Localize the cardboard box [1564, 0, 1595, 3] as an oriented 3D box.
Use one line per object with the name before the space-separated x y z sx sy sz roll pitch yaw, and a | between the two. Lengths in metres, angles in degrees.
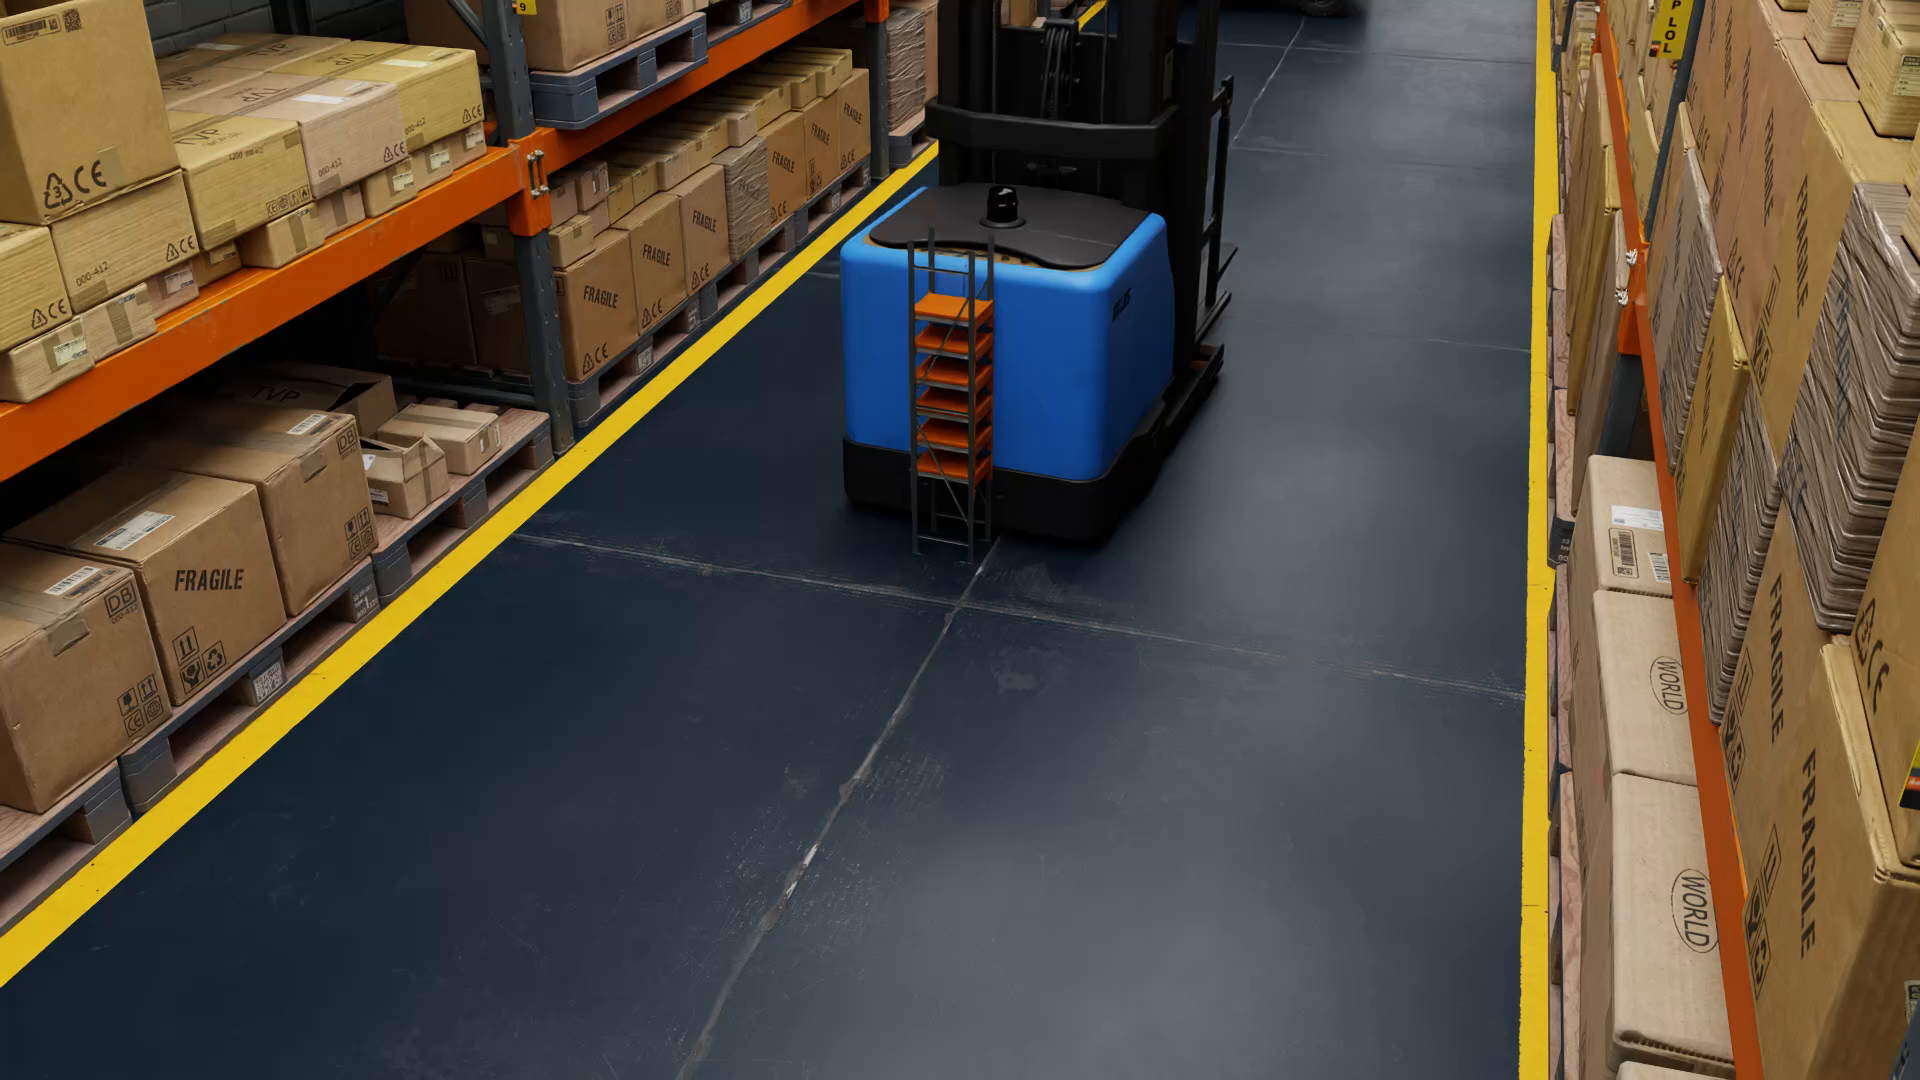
cardboard box | 4.905 -4.384 12.671 0.500 0.500 0.500 8 30 14

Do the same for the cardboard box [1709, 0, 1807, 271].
cardboard box | 1.953 -0.867 3.592 0.500 0.500 0.500 9 30 16

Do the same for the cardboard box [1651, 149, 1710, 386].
cardboard box | 2.100 -0.673 4.272 0.500 0.500 0.500 9 30 15

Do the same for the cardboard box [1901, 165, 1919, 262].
cardboard box | 1.427 -0.398 2.081 0.380 0.149 0.250 8 30 14

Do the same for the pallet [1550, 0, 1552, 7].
pallet | 5.868 -4.994 15.010 1.003 0.211 1.213 8 30 15

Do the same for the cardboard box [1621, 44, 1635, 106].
cardboard box | 2.995 -1.932 6.791 0.500 0.250 0.500 8 30 15

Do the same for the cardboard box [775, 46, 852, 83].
cardboard box | -0.835 -2.718 9.523 0.380 0.149 0.250 7 30 12

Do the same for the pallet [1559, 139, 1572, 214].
pallet | 4.045 -2.047 9.713 1.003 0.211 1.213 8 30 15

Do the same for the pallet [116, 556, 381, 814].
pallet | -2.665 0.356 5.393 1.003 0.211 1.213 8 30 15

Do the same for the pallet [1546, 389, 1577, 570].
pallet | 2.795 -0.194 6.382 1.003 0.211 1.213 8 30 15

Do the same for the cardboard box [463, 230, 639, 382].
cardboard box | -1.749 -1.034 7.163 0.500 0.500 0.500 10 31 17

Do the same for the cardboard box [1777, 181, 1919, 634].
cardboard box | 1.505 -0.171 2.340 0.500 0.500 0.500 9 30 15

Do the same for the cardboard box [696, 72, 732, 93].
cardboard box | -1.483 -2.539 9.201 0.380 0.149 0.250 9 30 16

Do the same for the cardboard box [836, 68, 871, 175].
cardboard box | -0.851 -2.473 9.750 0.500 0.500 0.500 9 30 16

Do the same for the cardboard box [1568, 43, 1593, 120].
cardboard box | 4.427 -2.895 10.639 0.950 0.372 0.625 10 30 17

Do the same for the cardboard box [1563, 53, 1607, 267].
cardboard box | 3.532 -1.849 8.241 0.875 0.875 0.875 8 30 14

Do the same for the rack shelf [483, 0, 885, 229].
rack shelf | -1.519 -2.365 8.156 1.077 0.370 4.000 8 30 15

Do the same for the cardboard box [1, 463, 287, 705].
cardboard box | -2.471 0.124 5.082 0.500 0.500 0.500 9 30 16

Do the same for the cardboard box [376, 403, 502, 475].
cardboard box | -1.989 -0.387 6.361 0.380 0.149 0.250 8 30 13

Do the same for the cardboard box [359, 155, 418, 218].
cardboard box | -2.067 -1.208 5.594 0.380 0.149 0.250 9 30 16

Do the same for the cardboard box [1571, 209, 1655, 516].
cardboard box | 2.746 -0.598 5.994 0.875 0.875 0.875 9 30 16

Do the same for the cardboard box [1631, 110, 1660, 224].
cardboard box | 2.531 -1.223 5.517 0.500 0.250 0.500 8 30 14

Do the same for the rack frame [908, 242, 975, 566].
rack frame | -0.063 -0.451 5.827 0.240 1.200 0.006 11 31 18

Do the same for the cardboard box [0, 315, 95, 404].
cardboard box | -2.496 -0.487 4.298 0.380 0.149 0.250 8 30 13

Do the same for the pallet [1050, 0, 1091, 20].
pallet | 0.516 -4.613 14.325 1.003 0.211 1.213 8 30 15

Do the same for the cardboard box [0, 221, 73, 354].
cardboard box | -2.596 -0.599 4.089 0.500 0.250 0.500 8 30 14

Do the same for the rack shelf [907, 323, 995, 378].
rack shelf | -0.030 -0.664 5.807 0.258 0.103 0.180 11 31 18

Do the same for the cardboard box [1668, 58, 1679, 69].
cardboard box | 2.531 -1.768 5.211 0.500 0.500 0.500 9 30 16

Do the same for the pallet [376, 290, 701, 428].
pallet | -1.903 -0.915 7.678 1.003 0.211 1.213 8 30 15

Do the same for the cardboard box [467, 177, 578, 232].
cardboard box | -1.804 -1.392 6.833 0.380 0.149 0.250 8 30 14

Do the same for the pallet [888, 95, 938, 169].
pallet | -0.653 -2.768 11.008 1.003 0.211 1.213 8 30 15

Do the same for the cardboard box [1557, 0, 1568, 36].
cardboard box | 4.905 -4.057 12.853 0.500 0.250 0.500 10 31 17

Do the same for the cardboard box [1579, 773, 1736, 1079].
cardboard box | 1.825 1.004 3.564 0.875 0.438 0.875 9 30 16

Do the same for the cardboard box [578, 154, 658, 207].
cardboard box | -1.607 -1.644 7.591 0.380 0.149 0.250 8 30 14

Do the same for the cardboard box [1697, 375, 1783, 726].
cardboard box | 1.658 0.038 2.993 0.500 0.500 0.500 9 30 16

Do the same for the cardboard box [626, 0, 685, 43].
cardboard box | -1.598 -2.411 6.964 0.700 0.500 0.500 9 30 15

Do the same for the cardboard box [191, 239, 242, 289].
cardboard box | -2.401 -0.863 4.975 0.380 0.149 0.250 9 30 16

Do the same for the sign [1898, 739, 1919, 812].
sign | 0.951 0.122 1.511 0.100 0.325 0.005 8 30 15

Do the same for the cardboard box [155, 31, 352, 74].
cardboard box | -2.510 -1.623 5.930 0.500 0.250 0.500 8 30 14

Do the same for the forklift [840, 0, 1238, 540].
forklift | 0.557 -1.980 6.794 1.130 2.935 3.031 11 31 18

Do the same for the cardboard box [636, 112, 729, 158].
cardboard box | -1.372 -1.999 8.230 0.380 0.149 0.250 9 30 15

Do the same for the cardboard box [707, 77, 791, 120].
cardboard box | -1.126 -2.355 8.869 0.380 0.149 0.250 9 30 16

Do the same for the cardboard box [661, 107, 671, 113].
cardboard box | -1.711 -2.177 8.551 0.380 0.149 0.250 9 30 15

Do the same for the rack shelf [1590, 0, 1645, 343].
rack shelf | 3.227 -1.659 6.886 1.077 0.370 4.000 8 30 15

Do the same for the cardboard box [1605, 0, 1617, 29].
cardboard box | 3.430 -2.646 8.074 0.500 0.250 0.500 8 30 14

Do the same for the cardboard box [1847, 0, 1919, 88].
cardboard box | 1.797 -0.864 2.920 0.380 0.149 0.250 9 30 16

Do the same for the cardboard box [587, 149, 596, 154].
cardboard box | -1.956 -1.817 7.903 0.380 0.149 0.250 9 30 16

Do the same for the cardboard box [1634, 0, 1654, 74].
cardboard box | 2.823 -1.911 6.240 0.500 0.250 0.500 9 30 16

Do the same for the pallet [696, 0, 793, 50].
pallet | -1.498 -2.621 8.073 1.003 0.211 1.213 8 30 15

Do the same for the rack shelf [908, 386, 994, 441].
rack shelf | -0.030 -0.454 5.923 0.258 0.103 0.180 11 31 18

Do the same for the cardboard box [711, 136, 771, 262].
cardboard box | -1.293 -1.754 8.458 0.500 0.500 0.500 7 30 13

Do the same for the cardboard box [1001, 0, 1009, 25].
cardboard box | -0.135 -4.010 12.384 0.875 0.625 0.625 8 30 14

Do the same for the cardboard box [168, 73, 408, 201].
cardboard box | -2.155 -1.308 5.365 0.500 0.250 0.500 9 30 15

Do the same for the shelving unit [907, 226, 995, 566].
shelving unit | -0.030 -0.493 5.902 0.258 1.200 0.189 11 31 18

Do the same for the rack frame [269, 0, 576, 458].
rack frame | -2.106 -1.750 6.311 1.000 3.000 0.127 8 30 15

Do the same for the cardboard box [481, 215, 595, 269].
cardboard box | -1.746 -1.254 6.890 0.380 0.149 0.250 10 31 17

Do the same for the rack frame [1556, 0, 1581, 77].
rack frame | 4.988 -4.762 11.724 1.000 3.000 0.127 8 30 15
